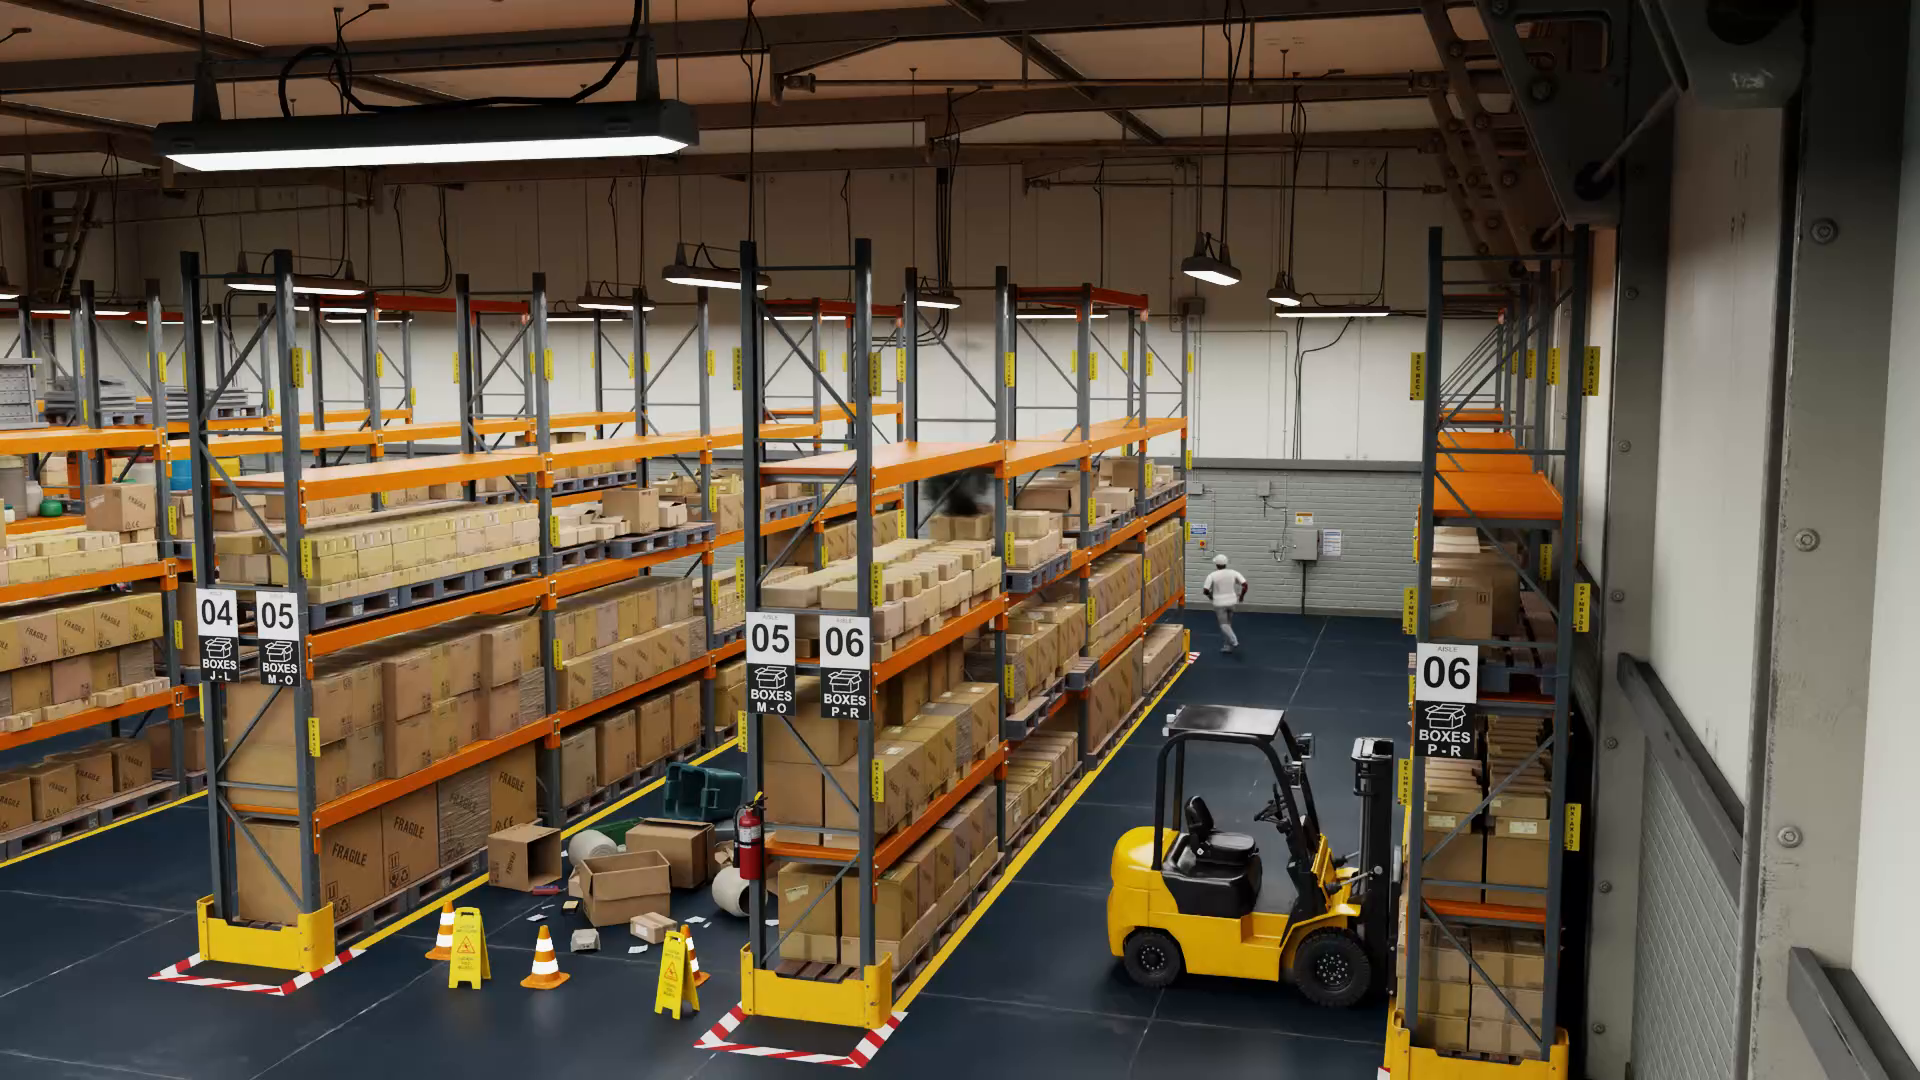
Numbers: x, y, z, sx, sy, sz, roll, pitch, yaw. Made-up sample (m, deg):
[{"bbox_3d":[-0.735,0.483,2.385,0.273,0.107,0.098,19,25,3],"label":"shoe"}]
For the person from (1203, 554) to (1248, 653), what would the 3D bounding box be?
[{"bbox_3d":[4.528,1.116,28.534,0.733,1.754,0.815,-2,7,-14],"label":"person"}]
